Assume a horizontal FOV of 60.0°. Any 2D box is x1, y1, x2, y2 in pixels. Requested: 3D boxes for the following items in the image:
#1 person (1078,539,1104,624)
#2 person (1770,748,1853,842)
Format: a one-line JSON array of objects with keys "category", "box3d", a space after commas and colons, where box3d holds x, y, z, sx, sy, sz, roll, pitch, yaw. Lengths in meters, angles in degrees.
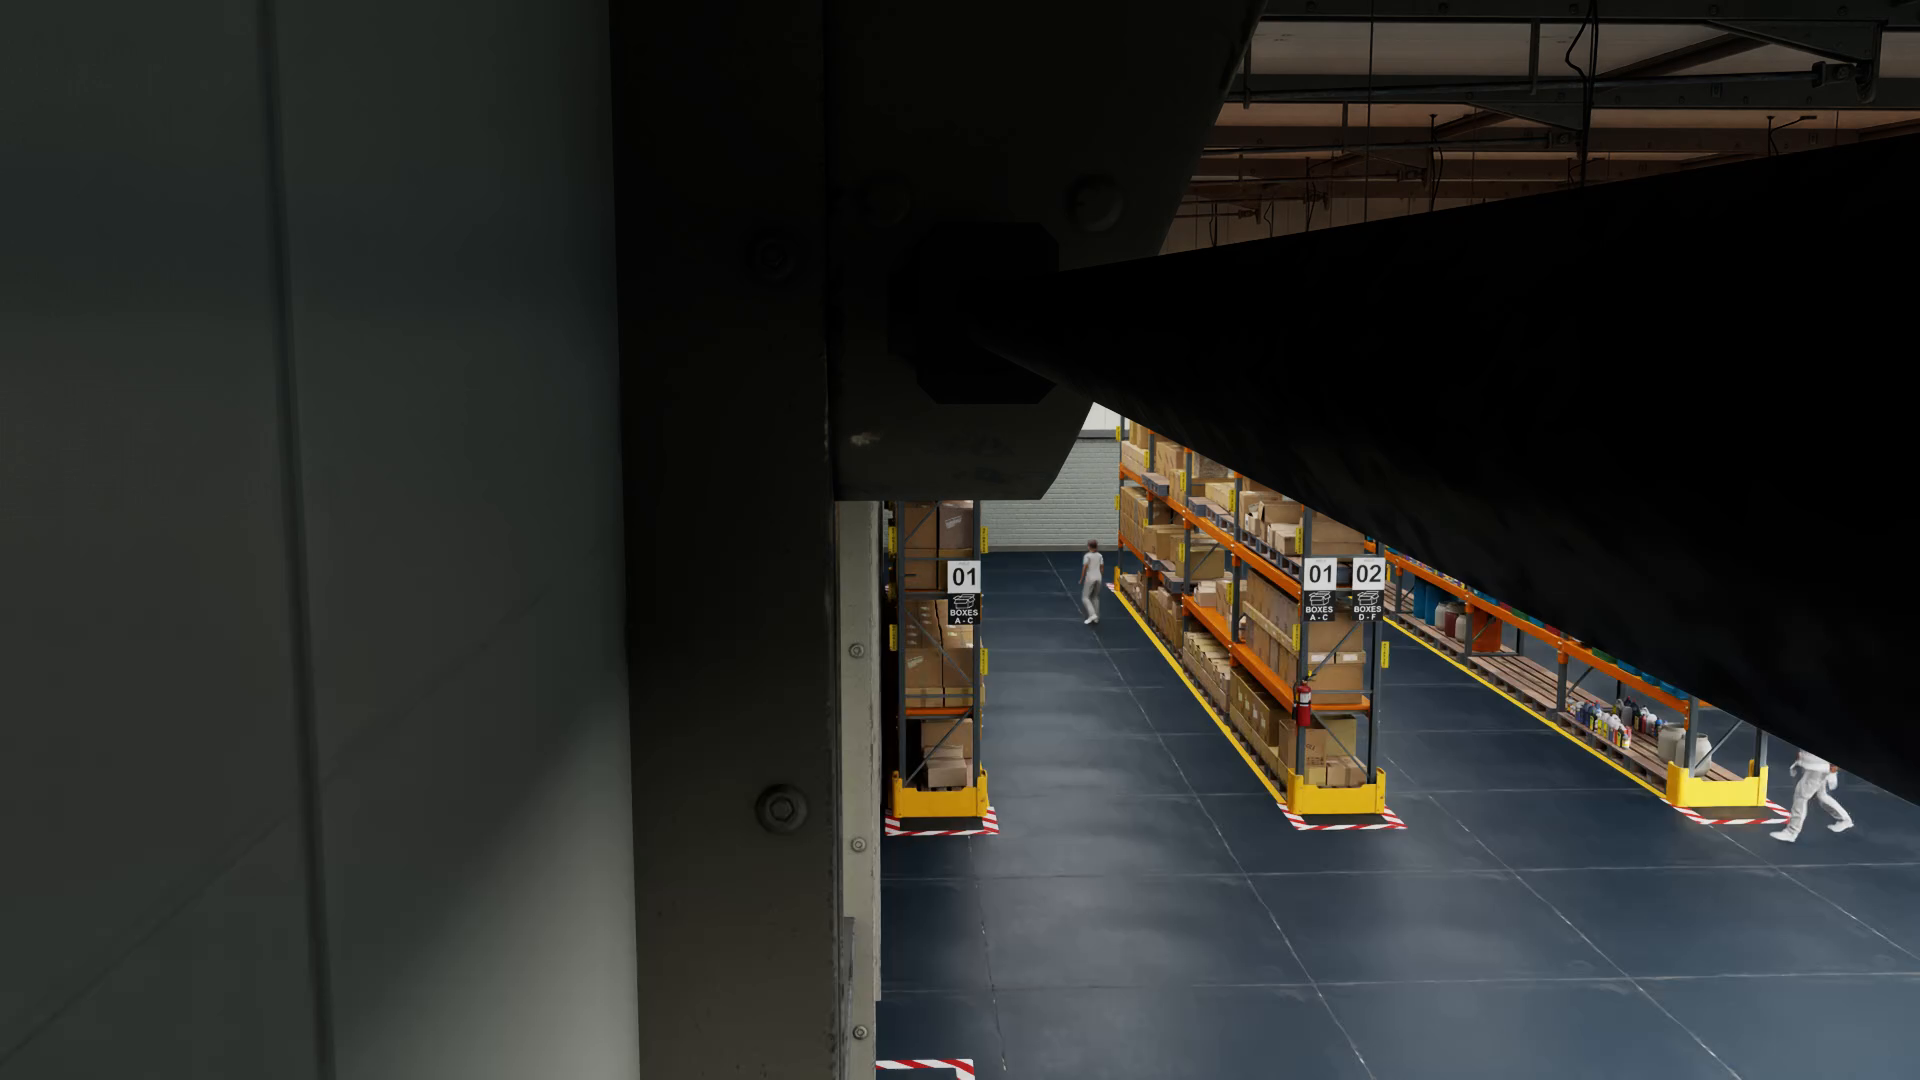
[{"category": "person", "box3d": [2.651, 0.824, 32.725, 0.516, 1.644, 0.576, -4, 9, -28]}, {"category": "person", "box3d": [10.045, 2.673, 19.507, 1.065, 1.745, 0.551, 0, 8, -1]}]
